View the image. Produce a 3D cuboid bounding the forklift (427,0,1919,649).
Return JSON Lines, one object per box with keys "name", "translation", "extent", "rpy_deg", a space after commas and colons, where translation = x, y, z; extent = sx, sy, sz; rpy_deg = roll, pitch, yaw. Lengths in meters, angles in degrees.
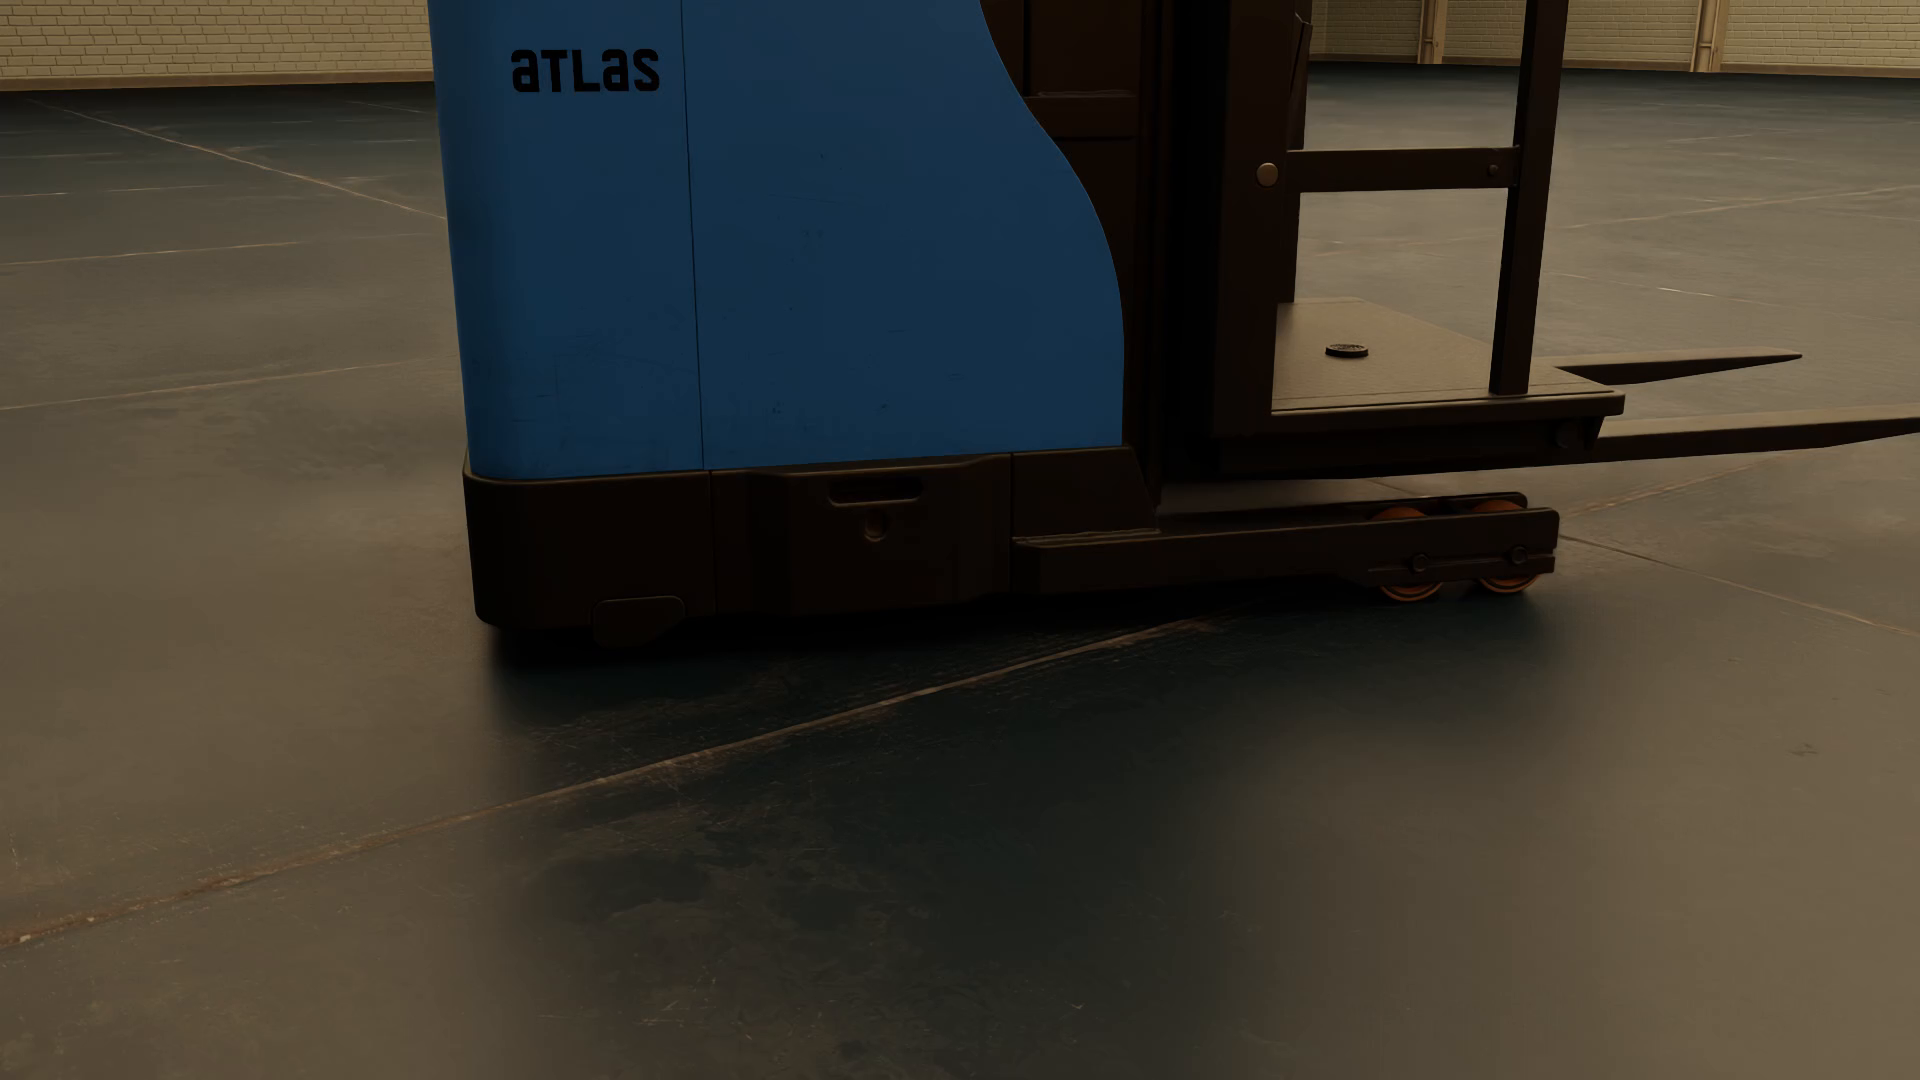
{"name": "forklift", "translation": [0.594, -1.439, 2.993], "extent": [3.031, 2.935, 1.130], "rpy_deg": [-4, 18, -13]}
